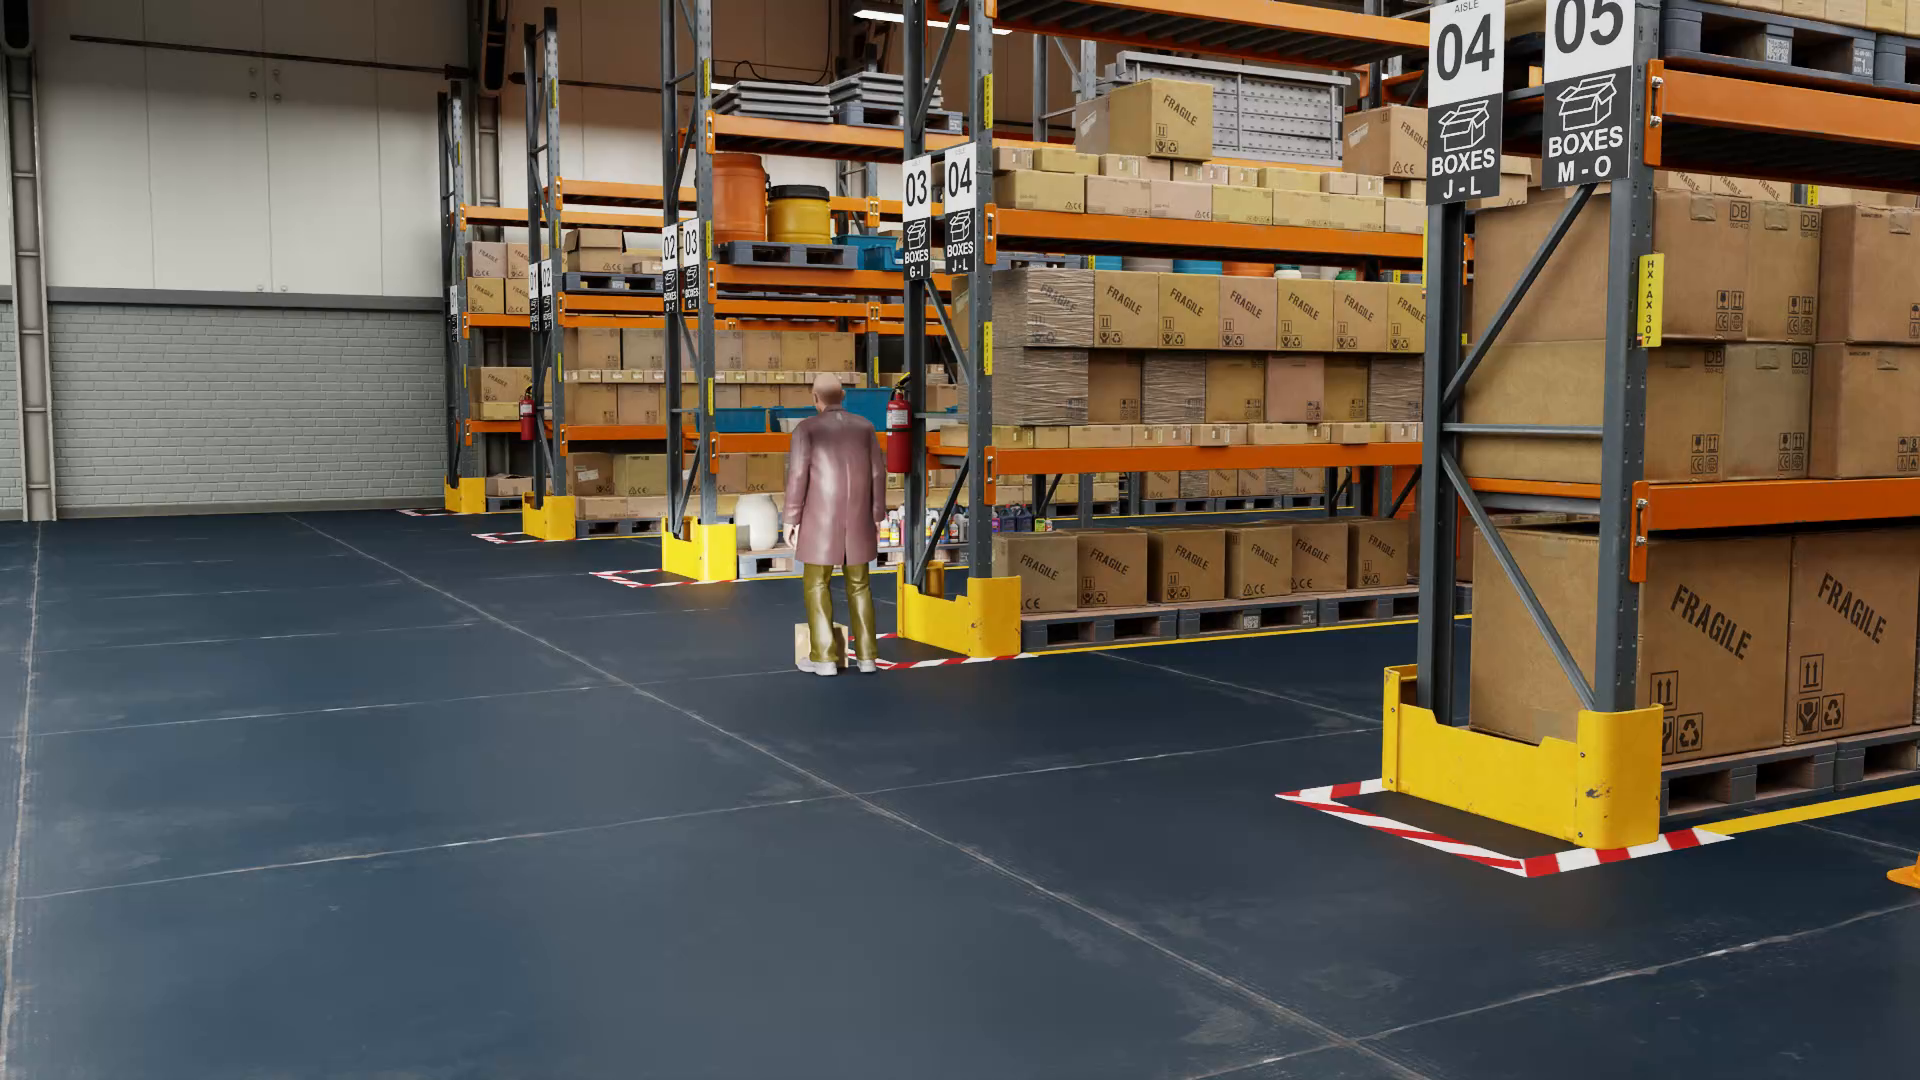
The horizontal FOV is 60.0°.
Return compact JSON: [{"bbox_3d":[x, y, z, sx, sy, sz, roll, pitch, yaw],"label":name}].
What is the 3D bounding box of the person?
[{"bbox_3d":[-0.729,-0.099,9.844,0.644,1.774,0.425,-2,5,-23],"label":"person"}]
